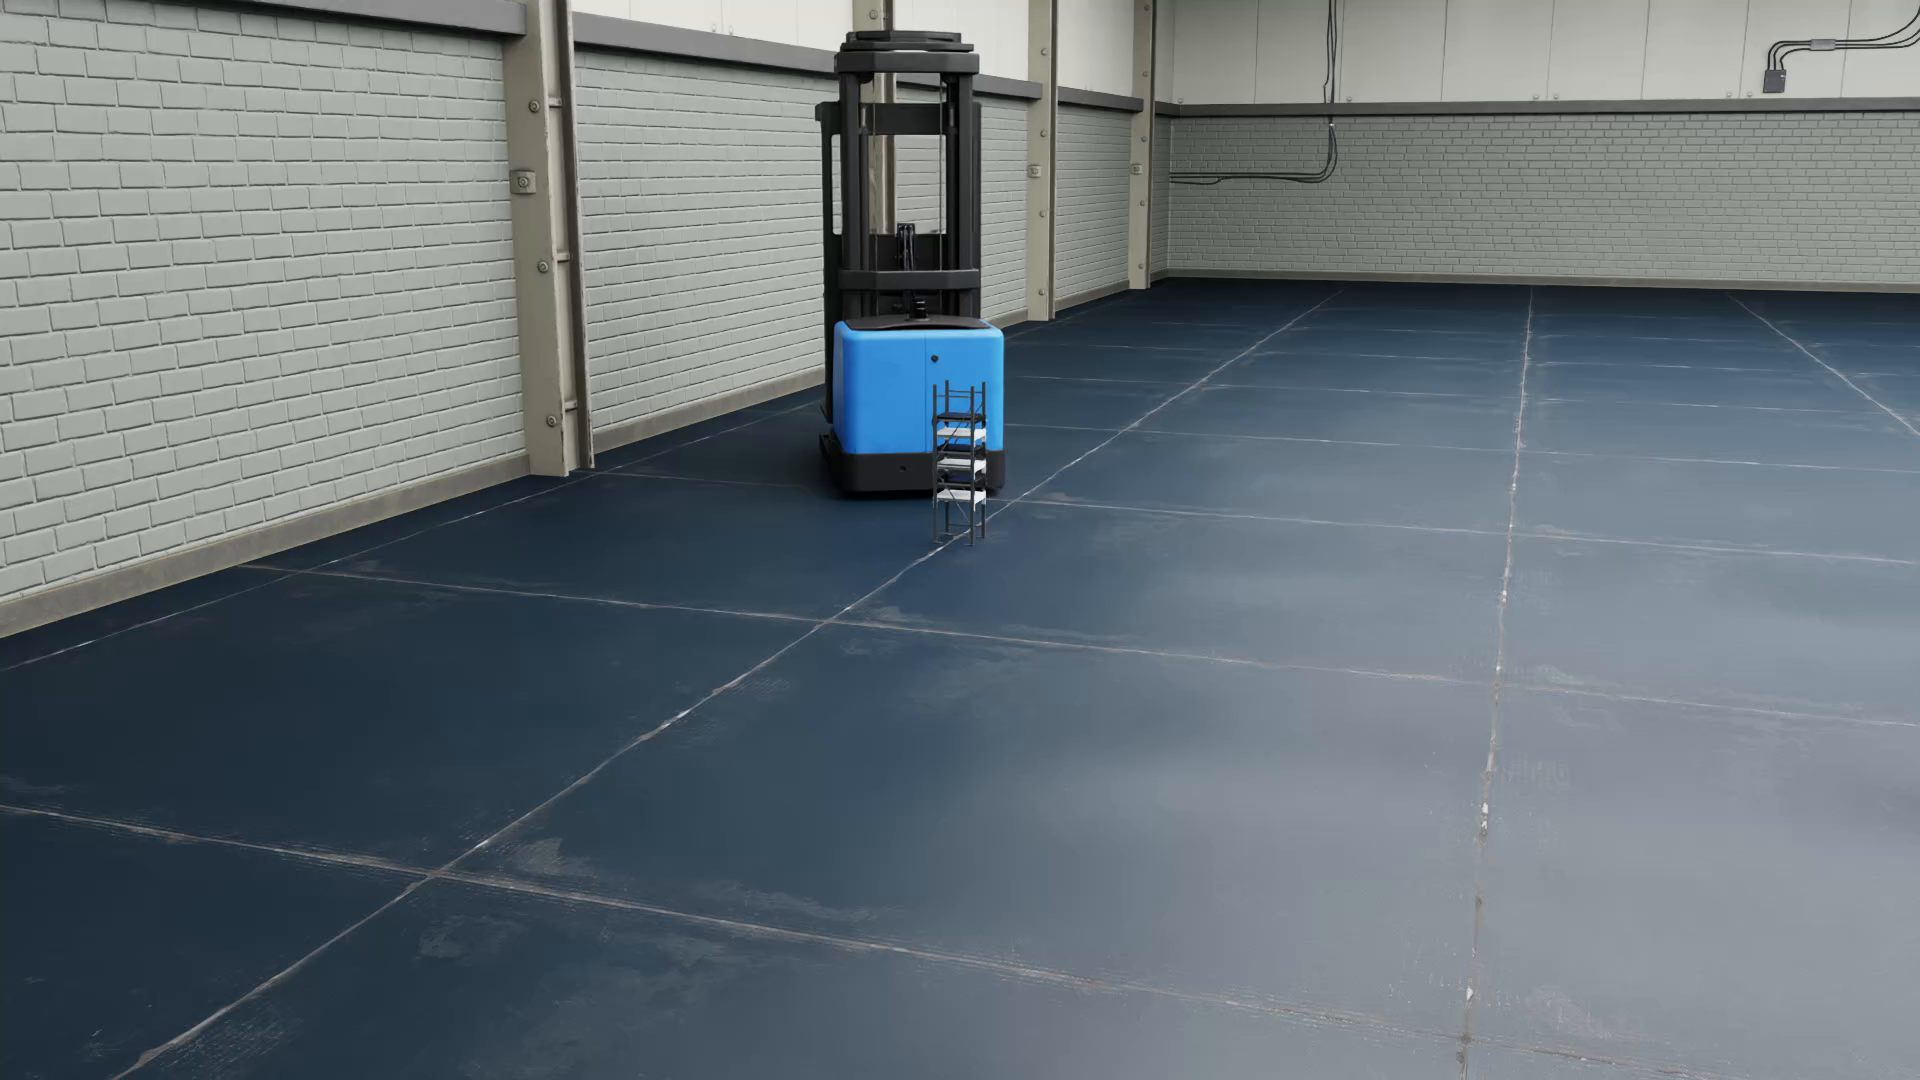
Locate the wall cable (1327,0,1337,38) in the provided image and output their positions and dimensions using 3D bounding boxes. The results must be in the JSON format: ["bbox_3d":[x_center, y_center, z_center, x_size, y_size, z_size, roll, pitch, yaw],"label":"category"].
[{"bbox_3d":[7.799,-9.942,28.454,3.097,2.526,0.112,4,14,18],"label":"wall cable"}]

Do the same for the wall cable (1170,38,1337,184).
[{"bbox_3d":[5.239,-7.675,29.869,3.097,2.526,0.112,4,14,18],"label":"wall cable"}]

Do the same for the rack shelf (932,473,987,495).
[{"bbox_3d":[-0.003,-0.317,9.408,0.258,0.077,0.200,4,14,18],"label":"rack shelf"}]

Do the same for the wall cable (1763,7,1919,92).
[{"bbox_3d":[14.216,-10.160,26.136,2.305,6.003,0.169,4,14,18],"label":"wall cable"}]

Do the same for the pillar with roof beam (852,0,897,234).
[{"bbox_3d":[3.225,-5.827,14.795,9.100,9.000,0.400,4,14,18],"label":"pillar with roof beam"}]

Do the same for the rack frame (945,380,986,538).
[{"bbox_3d":[0.030,-0.458,9.474,0.240,0.900,0.006,4,14,18],"label":"rack frame"}]

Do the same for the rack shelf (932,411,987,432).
[{"bbox_3d":[-0.003,-0.668,9.328,0.258,0.077,0.200,4,14,18],"label":"rack shelf"}]

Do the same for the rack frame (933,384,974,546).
[{"bbox_3d":[-0.036,-0.416,9.287,0.240,0.900,0.006,4,14,18],"label":"rack frame"}]

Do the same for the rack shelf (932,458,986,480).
[{"bbox_3d":[-0.003,-0.405,9.388,0.258,0.077,0.200,4,14,18],"label":"rack shelf"}]

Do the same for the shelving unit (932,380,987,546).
[{"bbox_3d":[-0.003,-0.437,9.380,0.258,0.900,0.210,4,14,18],"label":"shelving unit"}]

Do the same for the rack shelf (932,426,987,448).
[{"bbox_3d":[-0.003,-0.580,9.348,0.258,0.077,0.200,4,14,18],"label":"rack shelf"}]

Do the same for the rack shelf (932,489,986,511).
[{"bbox_3d":[-0.003,-0.229,9.428,0.258,0.077,0.200,4,14,18],"label":"rack shelf"}]

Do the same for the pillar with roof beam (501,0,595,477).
[{"bbox_3d":[1.284,-4.564,9.260,9.100,9.000,0.400,4,14,18],"label":"pillar with roof beam"}]

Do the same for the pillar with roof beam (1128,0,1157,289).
[{"bbox_3d":[7.108,-8.354,25.865,9.100,9.000,0.400,4,14,18],"label":"pillar with roof beam"}]

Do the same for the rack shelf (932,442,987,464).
[{"bbox_3d":[-0.003,-0.492,9.368,0.258,0.077,0.200,4,14,18],"label":"rack shelf"}]

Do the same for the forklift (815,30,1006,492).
[{"bbox_3d":[-0.433,-2.012,11.716,1.130,2.935,3.031,-2,13,-8],"label":"forklift"}]

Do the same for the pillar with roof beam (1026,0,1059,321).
[{"bbox_3d":[5.166,-7.090,20.330,9.100,9.000,0.400,4,14,18],"label":"pillar with roof beam"}]
